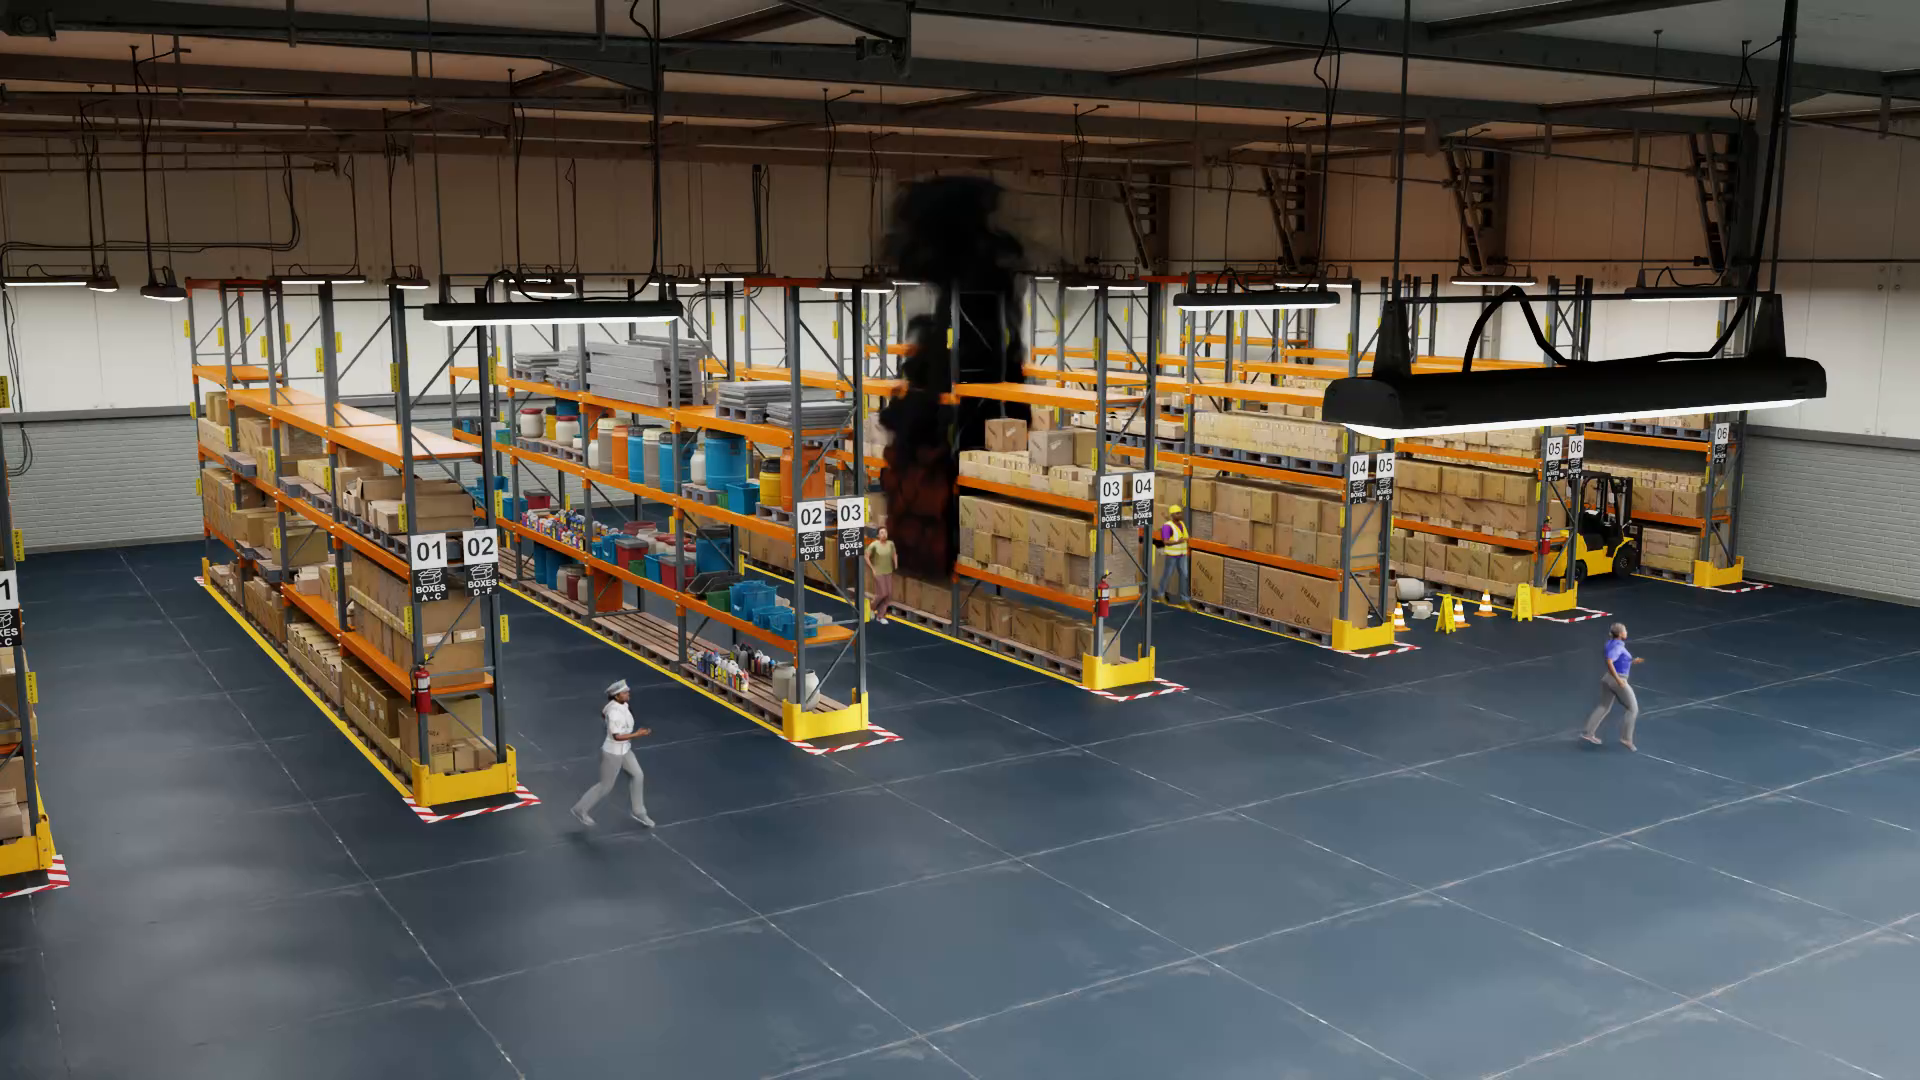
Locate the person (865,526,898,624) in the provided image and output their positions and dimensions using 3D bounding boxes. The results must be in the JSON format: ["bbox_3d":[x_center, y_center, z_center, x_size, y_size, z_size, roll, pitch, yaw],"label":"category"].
[{"bbox_3d":[-1.293,0.584,27.938,0.574,1.628,0.531,-5,11,-29],"label":"person"}]

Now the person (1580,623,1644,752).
[{"bbox_3d":[8.529,1.920,21.645,0.745,1.720,0.545,-1,10,-8],"label":"person"}]

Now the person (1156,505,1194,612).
[{"bbox_3d":[3.781,0.314,29.132,0.685,1.869,0.749,-7,12,-35],"label":"person"}]

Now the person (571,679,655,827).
[{"bbox_3d":[-3.906,2.401,18.667,0.900,1.741,0.587,0,10,1],"label":"person"}]
